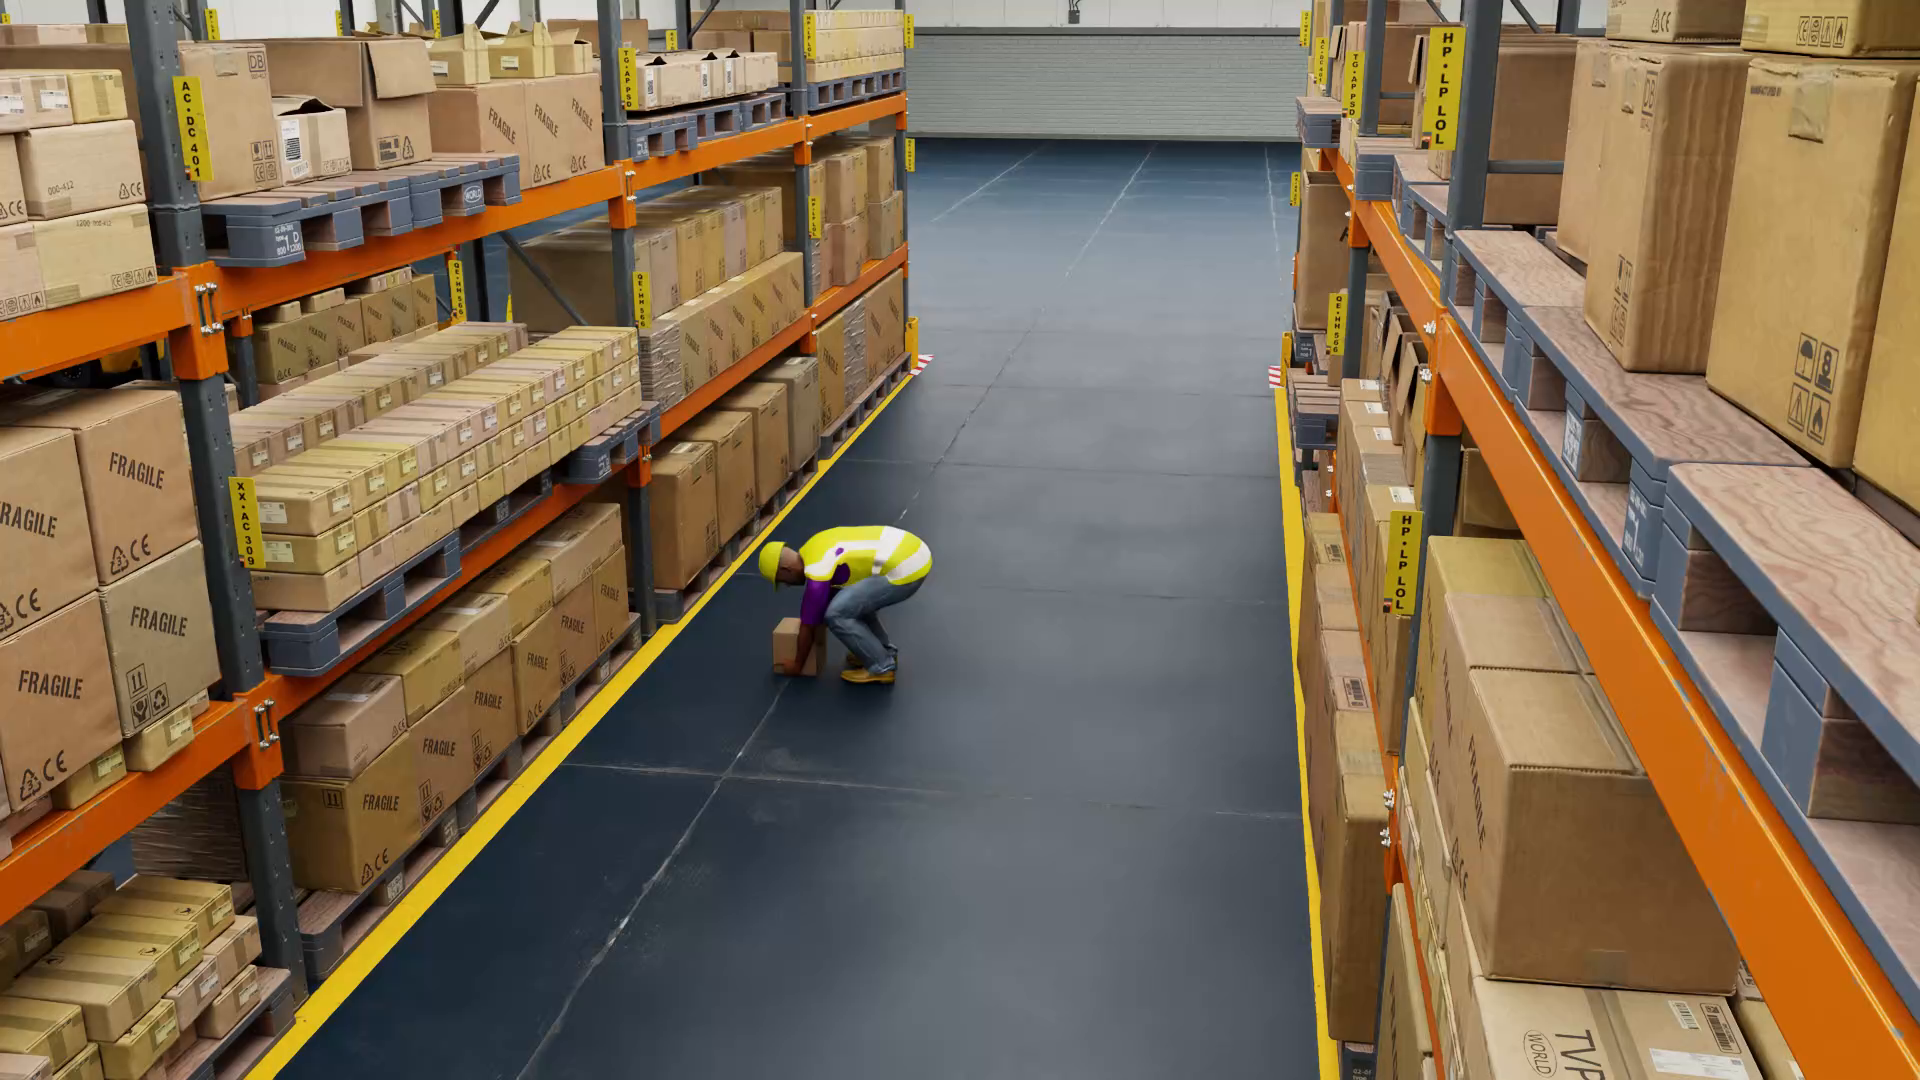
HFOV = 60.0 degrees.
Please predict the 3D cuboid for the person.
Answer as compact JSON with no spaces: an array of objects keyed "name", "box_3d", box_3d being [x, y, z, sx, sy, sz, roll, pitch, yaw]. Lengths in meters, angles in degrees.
[{"name":"person","box_3d":[-0.650,0.355,9.420,0.980,0.876,0.508,2,18,7]}]
